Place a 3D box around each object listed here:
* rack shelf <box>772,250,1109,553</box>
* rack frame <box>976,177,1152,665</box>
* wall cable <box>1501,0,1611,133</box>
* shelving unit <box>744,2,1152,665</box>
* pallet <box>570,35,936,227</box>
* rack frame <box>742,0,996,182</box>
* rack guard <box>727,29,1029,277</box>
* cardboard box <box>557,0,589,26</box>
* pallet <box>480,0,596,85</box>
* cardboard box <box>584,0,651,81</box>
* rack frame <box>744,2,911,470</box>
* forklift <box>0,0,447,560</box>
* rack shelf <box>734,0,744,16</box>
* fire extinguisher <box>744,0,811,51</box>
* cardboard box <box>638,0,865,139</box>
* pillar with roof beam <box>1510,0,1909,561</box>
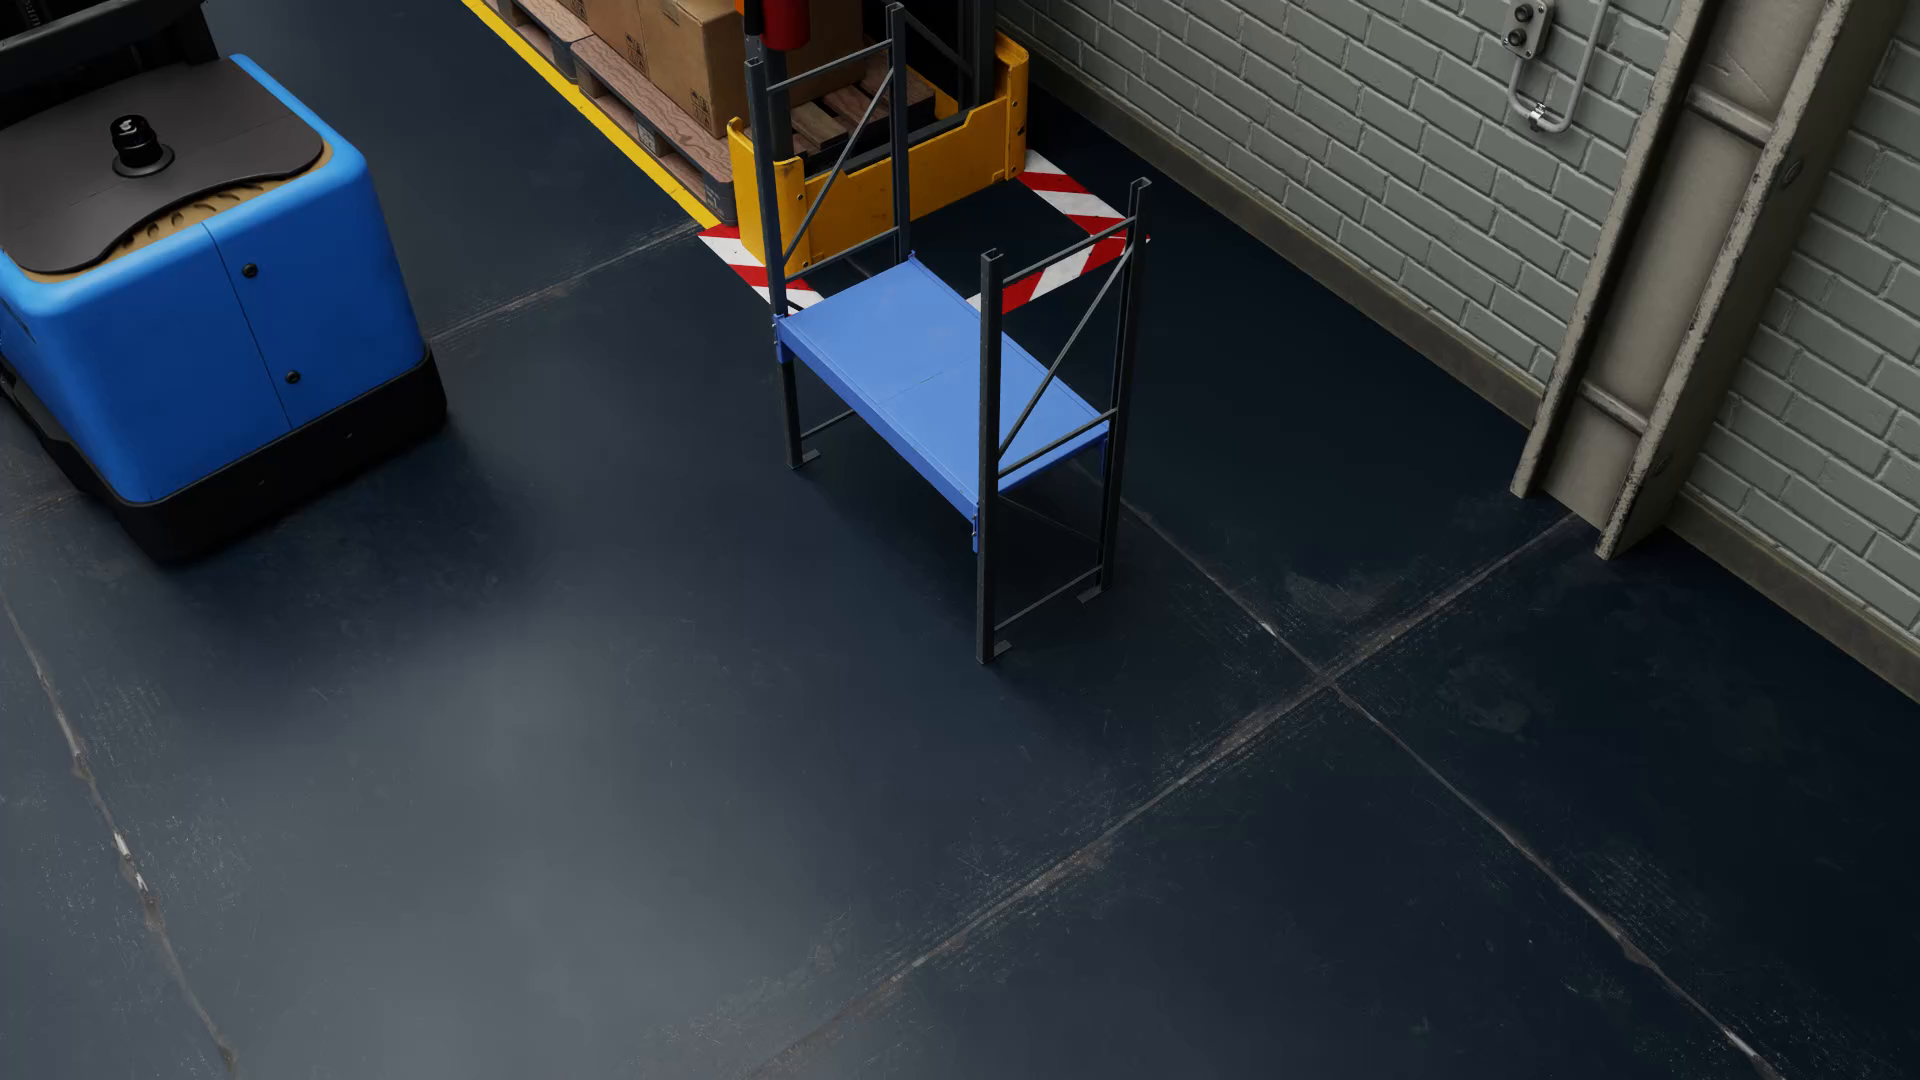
[{"bbox_3d":[-0.052,-0.433,4.873,0.538,0.185,1.000,-29,54,-24],"label":"rack shelf"},{"bbox_3d":[0.256,-0.254,4.468,0.500,1.500,0.032,-29,54,-24],"label":"rack frame"},{"bbox_3d":[1.228,-2.339,4.660,0.084,1.984,1.851,-29,54,-24],"label":"wall cable"},{"bbox_3d":[-0.052,-0.554,4.740,0.538,1.500,1.048,-29,54,-24],"label":"shelving unit"},{"bbox_3d":[-0.846,-1.828,6.765,1.003,0.211,1.213,-29,54,-24],"label":"pallet"},{"bbox_3d":[-0.300,-2.328,5.336,1.000,3.000,0.127,-29,54,-24],"label":"rack frame"},{"bbox_3d":[-0.285,-1.475,6.250,1.175,0.500,0.348,-29,54,-24],"label":"rack guard"},{"bbox_3d":[-1.411,-2.589,6.976,0.700,0.500,0.500,-31,55,-25],"label":"cardboard box"},{"bbox_3d":[-1.581,-2.547,7.417,1.003,0.211,1.213,-29,54,-24],"label":"pallet"},{"bbox_3d":[-1.106,-2.293,6.708,0.700,0.500,0.500,-30,54,-24],"label":"cardboard box"},{"bbox_3d":[-0.359,-0.854,5.012,0.500,1.500,0.032,-29,54,-24],"label":"rack frame"},{"bbox_3d":[-3.088,-1.926,5.018,1.130,2.935,3.031,-35,57,-27],"label":"forklift"},{"bbox_3d":[-1.511,-3.266,6.672,1.077,0.370,4.000,-29,54,-24],"label":"rack shelf"},{"bbox_3d":[-0.576,-1.881,5.235,0.296,0.674,0.183,-29,54,-24],"label":"fire extinguisher"},{"bbox_3d":[-0.803,-1.998,6.440,0.700,0.500,0.500,-29,54,-24],"label":"cardboard box"},{"bbox_3d":[-1.403,-1.208,0.271,9.100,9.000,0.400,-29,54,-24],"label":"pillar with roof beam"}]
